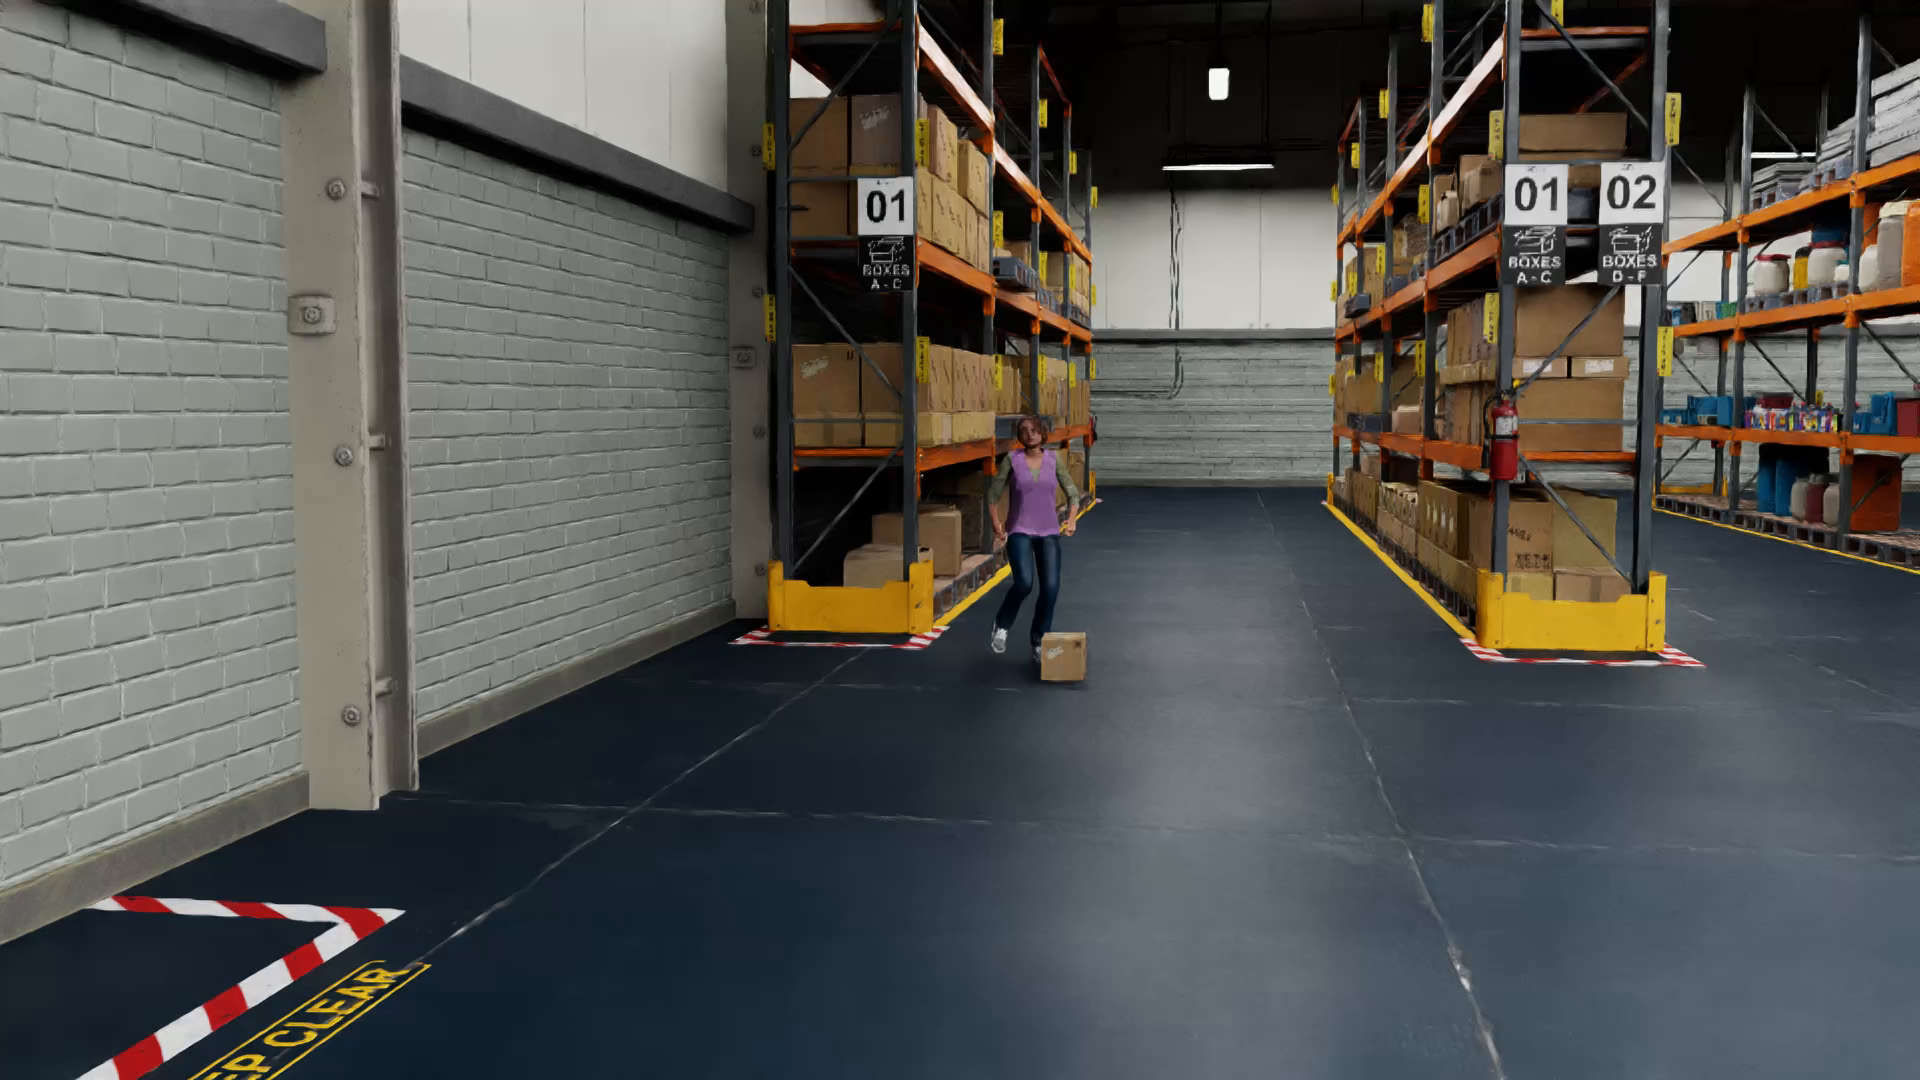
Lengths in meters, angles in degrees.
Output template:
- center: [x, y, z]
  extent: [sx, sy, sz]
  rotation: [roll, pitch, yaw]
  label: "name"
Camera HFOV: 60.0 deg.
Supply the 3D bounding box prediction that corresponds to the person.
- center: [0.488, -0.013, 10.481]
  extent: [0.585, 1.567, 0.439]
  rotation: [-1, 5, -13]
  label: "person"
